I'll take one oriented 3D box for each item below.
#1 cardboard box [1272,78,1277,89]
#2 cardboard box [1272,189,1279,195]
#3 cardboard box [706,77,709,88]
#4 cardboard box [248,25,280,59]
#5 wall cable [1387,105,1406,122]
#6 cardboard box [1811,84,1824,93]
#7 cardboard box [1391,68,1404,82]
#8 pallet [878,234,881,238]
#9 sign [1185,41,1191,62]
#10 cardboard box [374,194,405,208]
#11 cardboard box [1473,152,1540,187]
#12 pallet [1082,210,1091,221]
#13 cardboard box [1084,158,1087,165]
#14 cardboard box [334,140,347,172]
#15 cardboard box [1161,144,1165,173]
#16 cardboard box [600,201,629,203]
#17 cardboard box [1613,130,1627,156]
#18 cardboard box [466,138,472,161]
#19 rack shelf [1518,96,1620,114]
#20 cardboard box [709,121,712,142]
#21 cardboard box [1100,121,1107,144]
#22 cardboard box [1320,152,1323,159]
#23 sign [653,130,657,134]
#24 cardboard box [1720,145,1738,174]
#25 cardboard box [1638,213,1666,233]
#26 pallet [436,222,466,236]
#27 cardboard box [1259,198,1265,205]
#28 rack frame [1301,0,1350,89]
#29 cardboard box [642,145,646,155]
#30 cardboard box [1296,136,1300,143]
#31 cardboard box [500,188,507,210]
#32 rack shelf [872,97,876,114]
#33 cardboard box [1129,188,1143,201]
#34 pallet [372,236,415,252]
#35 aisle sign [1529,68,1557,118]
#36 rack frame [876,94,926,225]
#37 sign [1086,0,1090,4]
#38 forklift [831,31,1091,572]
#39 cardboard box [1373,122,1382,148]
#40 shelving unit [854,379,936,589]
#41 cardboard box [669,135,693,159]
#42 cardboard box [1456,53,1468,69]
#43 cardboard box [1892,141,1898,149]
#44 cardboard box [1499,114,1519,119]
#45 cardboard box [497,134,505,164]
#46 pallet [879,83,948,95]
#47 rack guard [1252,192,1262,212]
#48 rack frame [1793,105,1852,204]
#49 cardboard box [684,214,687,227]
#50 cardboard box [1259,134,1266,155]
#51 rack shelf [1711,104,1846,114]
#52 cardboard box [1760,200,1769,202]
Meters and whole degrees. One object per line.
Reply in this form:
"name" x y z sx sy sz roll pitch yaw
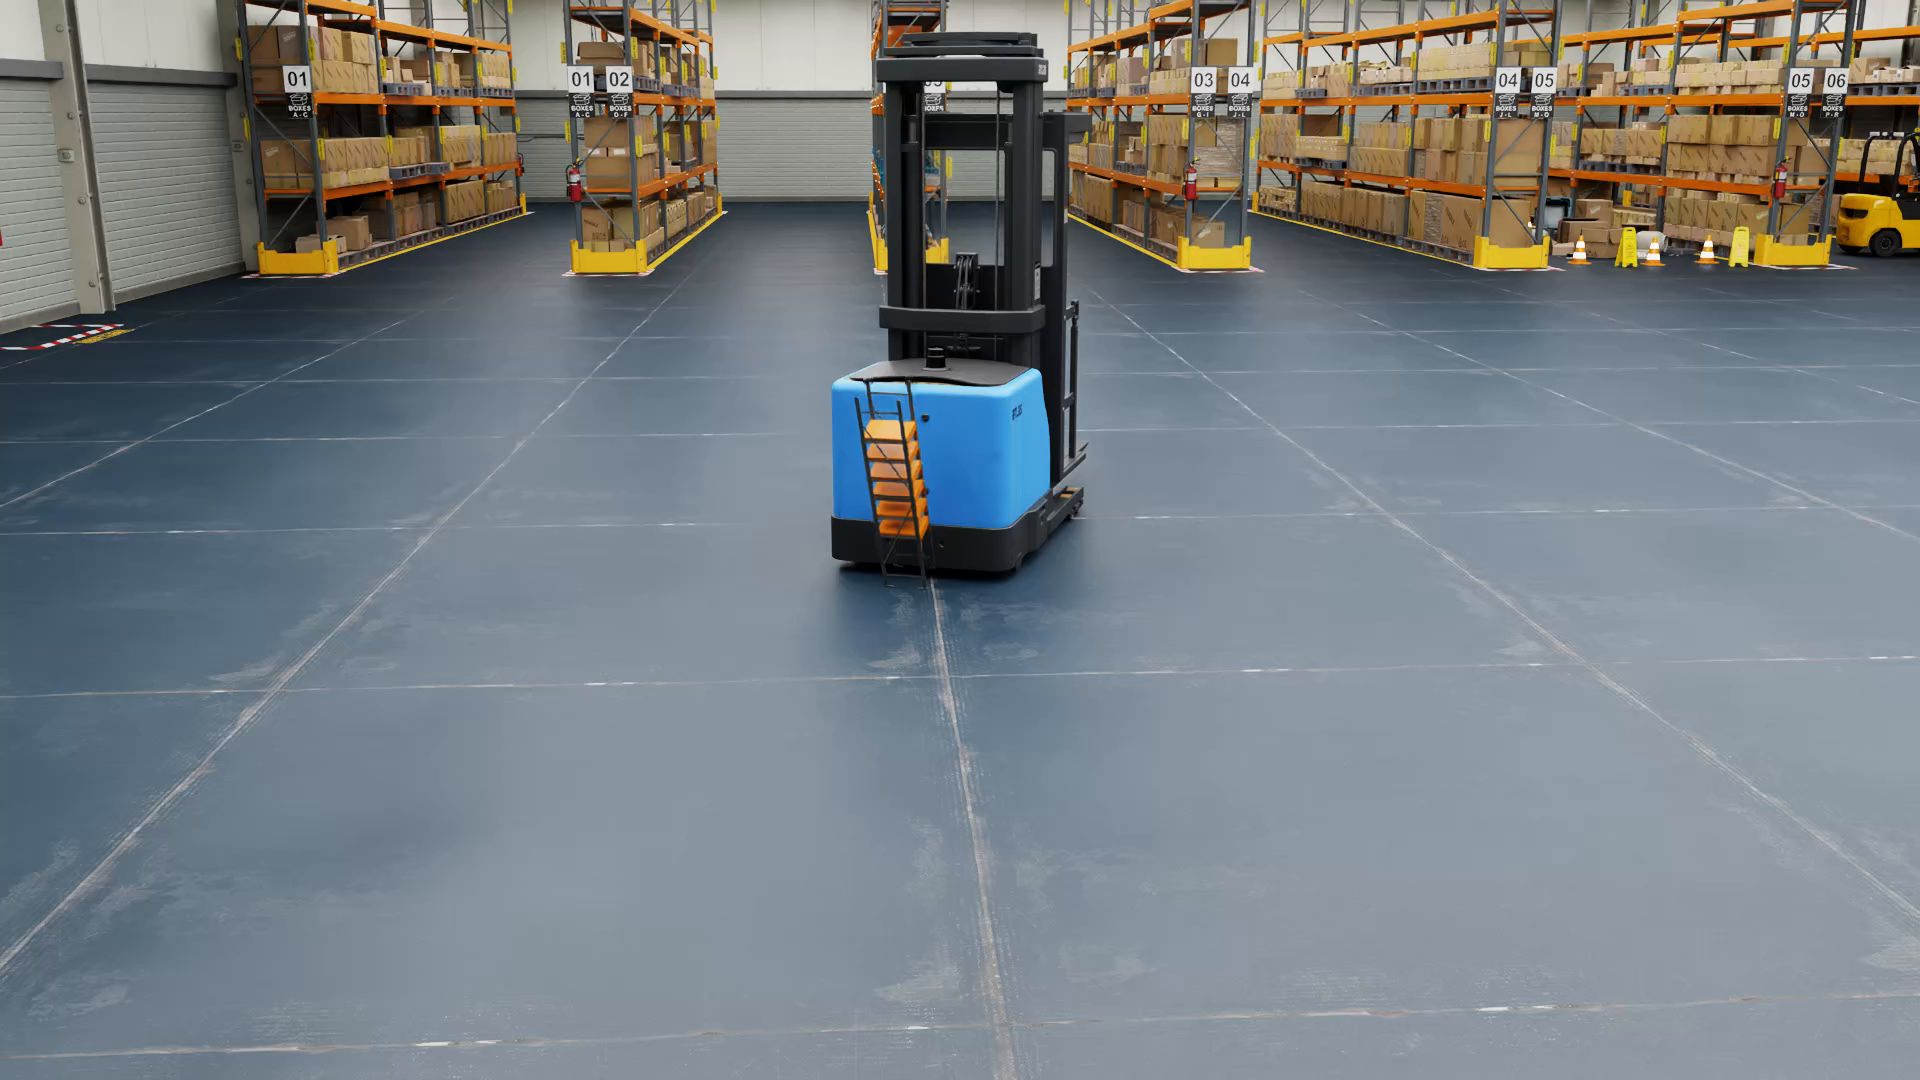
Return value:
"cardboard box" 8.001 -11.247 40.996 0.500 0.250 0.500 -1 14 -3
"cardboard box" 7.975 -8.642 41.277 0.380 0.149 0.250 -1 14 -3
"cardboard box" -6.282 -10.915 39.707 0.500 0.250 0.500 -1 14 -3
"cardboard box" -10.904 -7.831 26.177 0.500 0.500 0.500 0 14 -1
"wall cable" 12.742 -12.004 48.560 0.585 1.953 0.123 -1 14 -3
"cardboard box" 14.409 -7.534 27.773 0.380 0.149 0.250 -1 14 -3
"cardboard box" 8.628 -8.944 32.008 0.500 0.250 0.500 -1 14 -4
"pallet" -1.064 -5.725 31.854 1.003 0.211 1.213 -1 14 -3
"sign" 3.660 -7.841 26.683 0.100 0.325 0.005 -1 14 -3
"cardboard box" -10.993 -6.515 31.958 0.500 0.250 0.500 -1 14 -5
"cardboard box" 9.103 -6.178 27.718 0.875 0.550 0.550 -1 14 -3
"pallet" 3.502 -7.787 39.867 1.003 0.211 1.213 -1 14 -3
"cardboard box" 3.125 -8.896 39.087 0.380 0.149 0.250 -1 14 -3
"cardboard box" -10.367 -6.280 27.170 0.500 0.500 0.500 -1 14 -3
"cardboard box" 4.060 -6.789 29.597 0.875 0.500 0.500 -1 14 -3
"cardboard box" -6.166 -5.796 29.704 0.500 0.500 0.500 -1 14 -3
"cardboard box" 13.509 -8.000 33.458 0.500 0.500 0.500 -1 14 -6
"cardboard box" -11.016 -8.557 36.427 0.500 0.500 0.500 -1 14 -3
"rack shelf" 13.486 -9.707 37.157 1.077 0.370 4.000 -1 14 -3
"cardboard box" -6.261 -9.834 40.019 0.500 0.500 0.500 0 14 -2
"cardboard box" 3.550 -9.152 37.362 0.797 0.503 0.637 -1 14 -3
"cardboard box" 8.126 -8.456 36.532 0.380 0.149 0.250 -2 15 -6
"sign" -6.957 -9.204 38.042 0.100 0.325 0.005 -1 14 -3
"cardboard box" 13.743 -6.688 29.202 0.500 0.500 0.500 -1 14 -4
"cardboard box" 13.823 -6.172 32.424 0.950 0.372 0.625 -1 14 -3
"pallet" -11.086 -6.570 35.136 1.003 0.211 1.213 -1 14 -3
"cardboard box" 7.893 -8.681 42.624 0.380 0.149 0.250 -1 14 -2
"rack frame" 8.428 -11.904 38.233 1.000 3.000 0.127 -1 14 -3
"cardboard box" -5.577 -6.656 28.375 0.380 0.149 0.250 -1 14 -3
"cardboard box" 7.993 -9.263 38.477 0.380 0.149 0.250 0 14 -1
"cardboard box" -11.402 -8.283 40.374 0.700 0.500 0.500 -1 14 -5
"rack shelf" -1.348 -9.477 36.266 1.077 0.370 4.000 -1 14 -3
"cardboard box" 3.791 -7.152 34.431 0.500 0.250 0.500 0 14 -1
"pallet" -10.914 -5.571 31.256 1.003 0.211 1.213 -1 14 -3
"aisle sign" 9.475 -7.260 27.006 0.394 0.787 0.004 -1 14 -3
"rack frame" -1.224 -7.876 34.617 1.000 3.000 0.127 -1 14 -3
"sign" 2.916 -12.379 37.887 0.100 0.325 0.005 -1 14 -3
"forklift" 0.171 -1.569 10.241 1.130 2.935 3.031 4 15 15
"cardboard box" 8.760 -8.171 33.558 0.700 0.500 0.500 -1 14 -4
"shelving unit" -0.332 -0.278 8.733 0.258 1.200 0.189 4 37 15
"cardboard box" -6.245 -8.608 36.421 0.700 0.500 0.500 -5 15 -18
"cardboard box" 8.802 -8.157 28.349 0.500 0.250 0.500 -1 14 -4
"cardboard box" 18.572 -7.758 32.655 0.380 0.149 0.250 -1 14 -3
"cardboard box" 13.026 -10.018 39.435 0.380 0.149 0.250 -1 14 -5
"cardboard box" -11.472 -9.360 39.785 0.980 0.700 0.700 -2 15 -6
"pallet" -0.834 -8.064 29.708 1.213 0.211 1.003 -1 14 -3
"rack guard" 8.185 -8.764 43.084 1.175 0.500 0.348 -1 14 -3
"rack frame" 18.564 -8.183 35.810 1.000 3.000 0.127 -1 14 -3
"cardboard box" -5.892 -6.545 34.119 0.500 0.250 0.500 -1 14 -2
"cardboard box" 7.932 -10.070 42.346 0.500 0.500 0.500 0 14 -1
"rack shelf" 18.440 -9.784 37.459 1.077 0.370 4.000 -1 14 -3
"cardboard box" 14.270 -5.816 29.782 0.500 0.500 0.500 -1 14 -2
